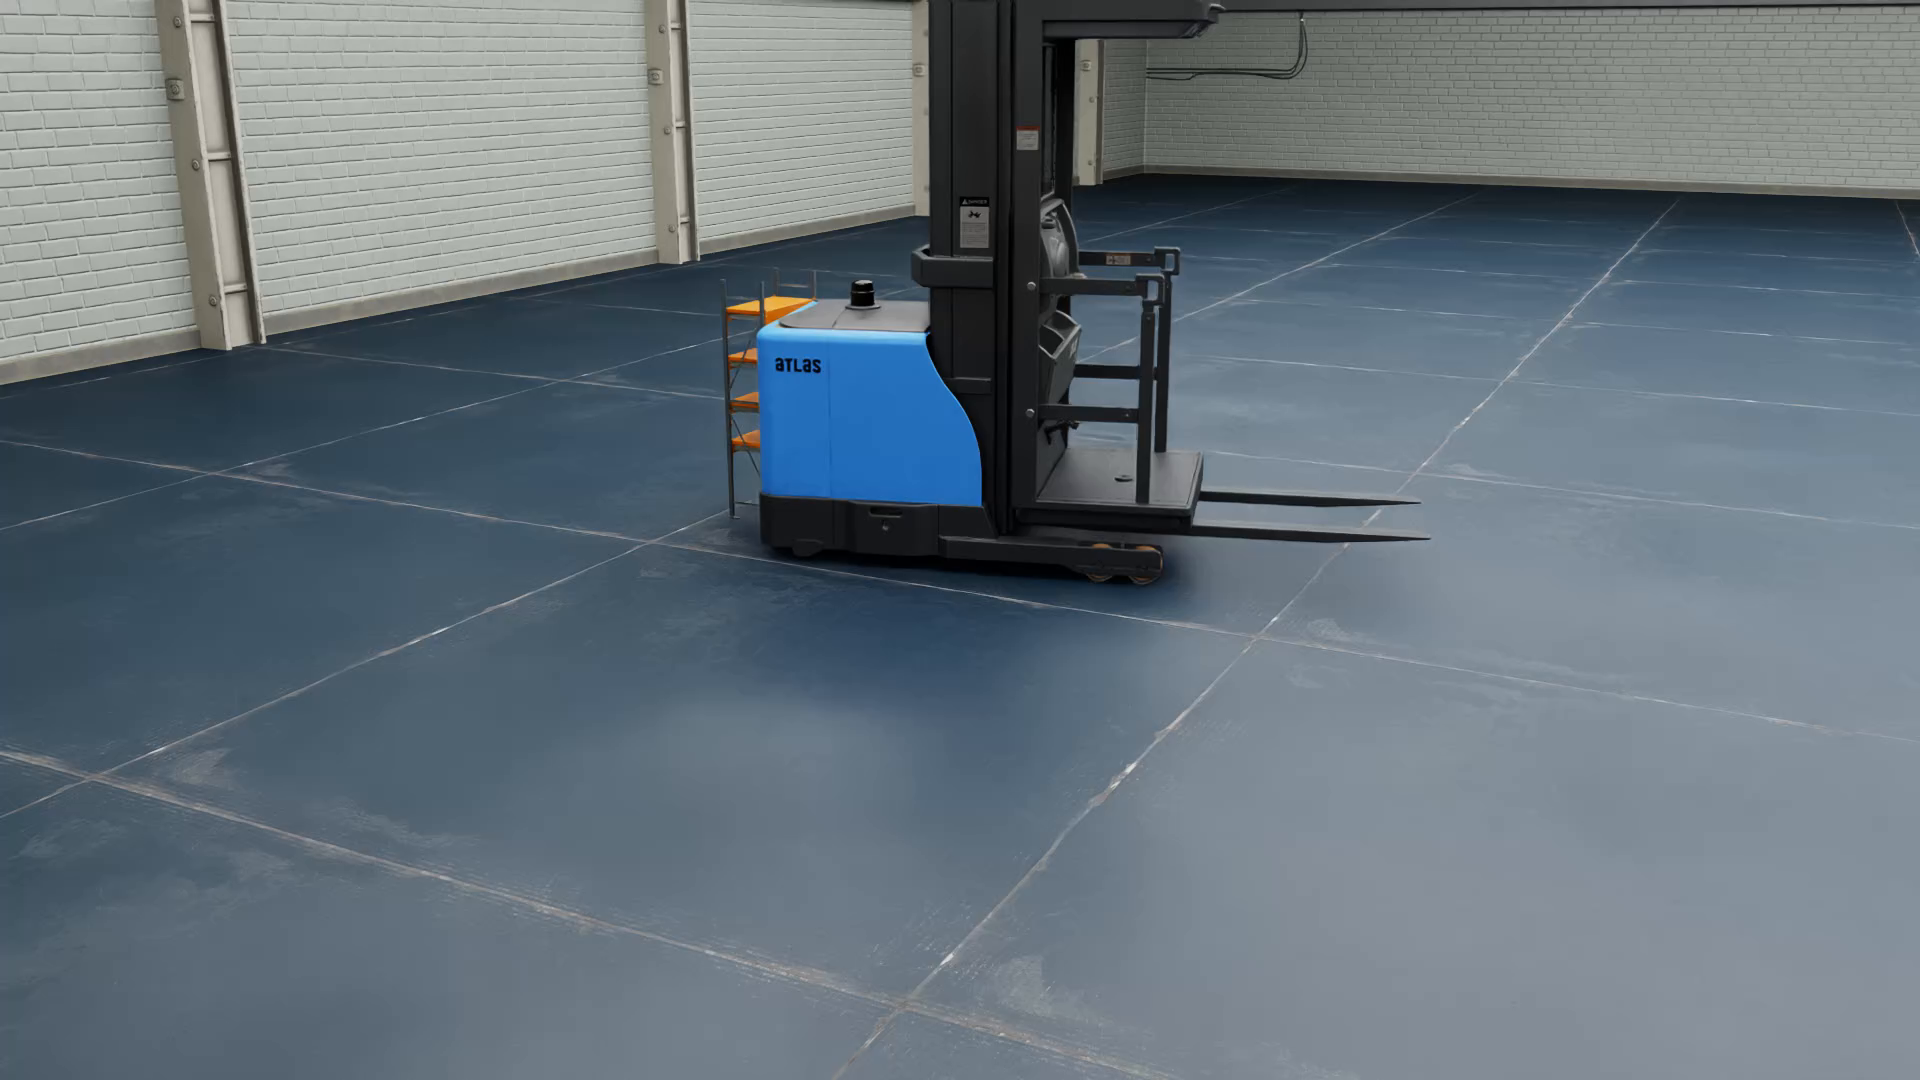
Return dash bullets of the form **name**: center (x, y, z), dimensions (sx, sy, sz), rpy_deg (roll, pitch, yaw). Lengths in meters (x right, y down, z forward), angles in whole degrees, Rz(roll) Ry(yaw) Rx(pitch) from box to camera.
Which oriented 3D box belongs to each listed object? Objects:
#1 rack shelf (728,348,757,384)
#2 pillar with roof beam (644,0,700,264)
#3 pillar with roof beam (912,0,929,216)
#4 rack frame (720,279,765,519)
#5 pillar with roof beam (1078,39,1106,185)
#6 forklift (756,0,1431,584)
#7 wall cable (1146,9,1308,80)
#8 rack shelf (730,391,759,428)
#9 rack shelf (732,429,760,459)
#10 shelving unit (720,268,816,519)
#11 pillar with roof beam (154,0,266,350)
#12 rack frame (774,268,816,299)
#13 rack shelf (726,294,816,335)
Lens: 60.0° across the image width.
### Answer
- **rack shelf**: center (-0.946, -0.886, 8.352), dimensions (0.258, 0.148, 0.480), rpy_deg (8, 18, 25)
- **pillar with roof beam**: center (0.736, -6.850, 15.282), dimensions (9.100, 9.000, 0.400), rpy_deg (8, 18, 25)
- **pillar with roof beam**: center (3.417, -8.378, 20.427), dimensions (9.100, 9.000, 0.400), rpy_deg (8, 18, 25)
- **rack frame**: center (-1.052, -0.674, 8.186), dimensions (0.240, 1.200, 0.015), rpy_deg (8, 18, 25)
- **pillar with roof beam**: center (6.098, -9.906, 25.573), dimensions (9.100, 9.000, 0.400), rpy_deg (8, 18, 25)
- **forklift**: center (0.637, -1.375, 7.507), dimensions (3.031, 2.935, 1.130), rpy_deg (3, 17, 11)
- **wall cable**: center (4.746, -9.548, 29.819), dimensions (3.097, 2.526, 0.112), rpy_deg (8, 18, 25)
- **rack shelf**: center (-0.946, -0.672, 8.416), dimensions (0.258, 0.148, 0.480), rpy_deg (8, 18, 25)
- **rack shelf**: center (-0.946, -0.482, 8.472), dimensions (0.258, 0.148, 0.480), rpy_deg (8, 18, 25)
- **shelving unit**: center (-0.946, -0.736, 8.396), dimensions (0.258, 1.200, 0.503), rpy_deg (8, 18, 25)
- **pillar with roof beam**: center (-1.945, -5.322, 10.136), dimensions (9.100, 9.000, 0.400), rpy_deg (8, 18, 25)
- **rack frame**: center (-0.840, -0.799, 8.607), dimensions (0.240, 1.200, 0.015), rpy_deg (8, 18, 25)
- **rack shelf**: center (-0.946, -1.113, 8.285), dimensions (0.258, 0.148, 0.480), rpy_deg (8, 18, 25)
